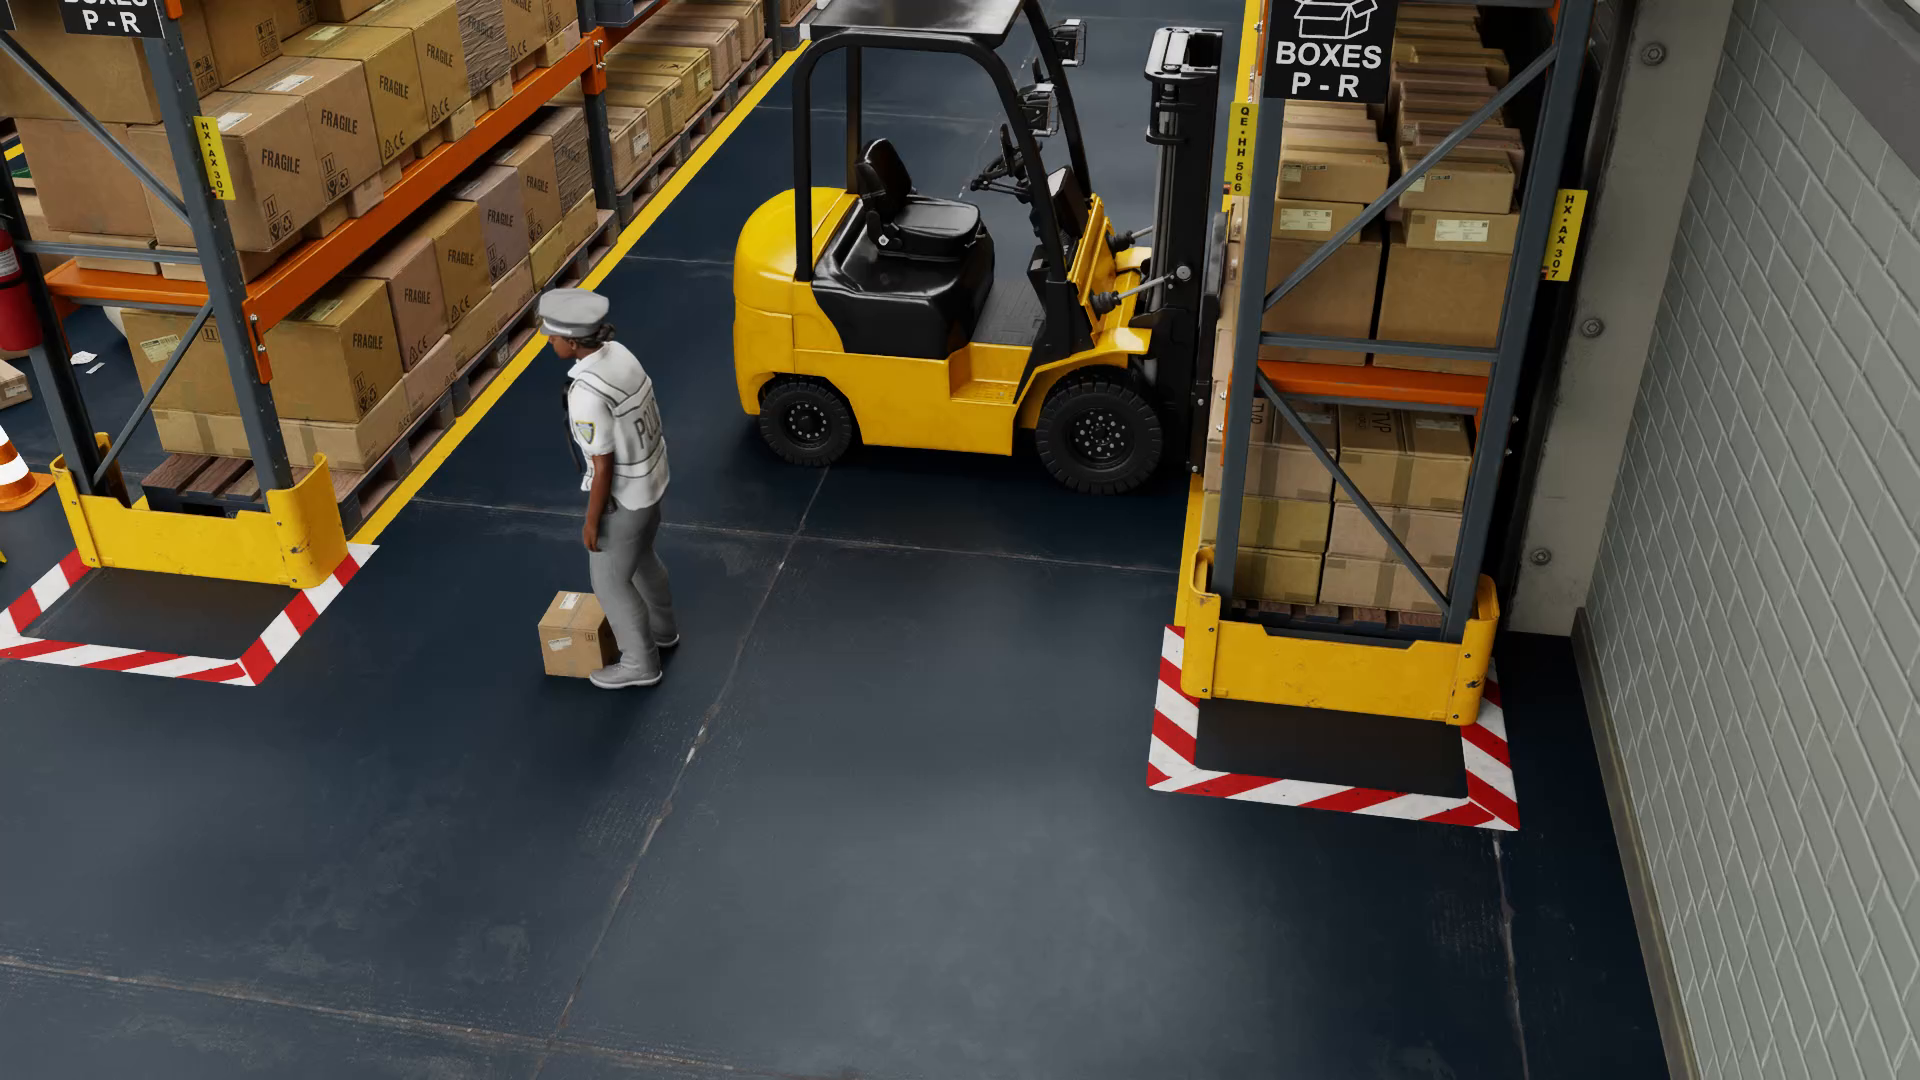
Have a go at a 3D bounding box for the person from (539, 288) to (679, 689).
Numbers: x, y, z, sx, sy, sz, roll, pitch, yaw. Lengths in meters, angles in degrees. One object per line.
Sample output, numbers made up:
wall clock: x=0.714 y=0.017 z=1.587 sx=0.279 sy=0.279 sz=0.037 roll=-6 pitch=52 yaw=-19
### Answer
person: x=-1.326 y=-0.186 z=6.428 sx=0.396 sy=1.661 sz=0.525 roll=4 pitch=33 yaw=7
